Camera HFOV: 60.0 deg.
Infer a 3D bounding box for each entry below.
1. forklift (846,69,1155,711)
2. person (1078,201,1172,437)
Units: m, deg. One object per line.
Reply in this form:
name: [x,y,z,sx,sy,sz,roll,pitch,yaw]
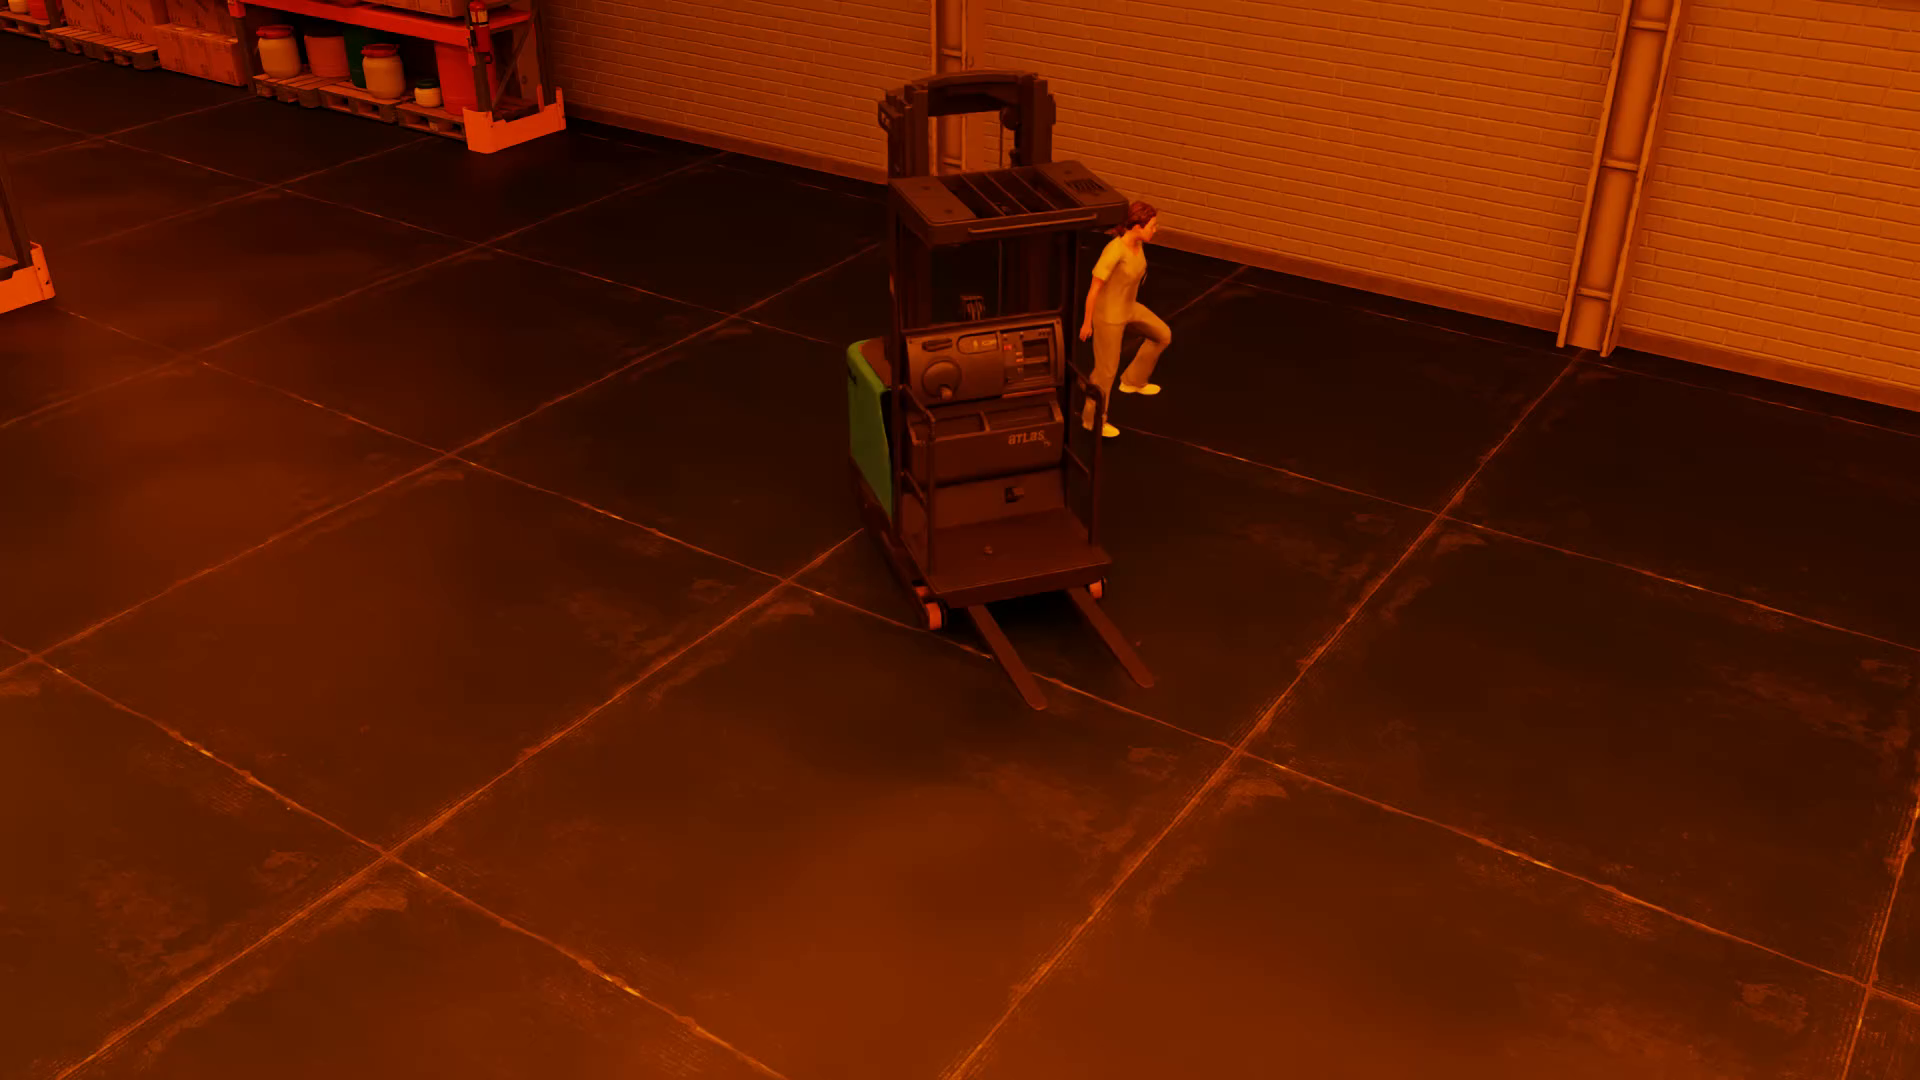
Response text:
forklift: [0.220,-0.973,9.258,1.130,2.935,3.031,-10,32,-16]
person: [1.129,-1.519,11.352,0.468,1.662,0.766,17,34,27]
